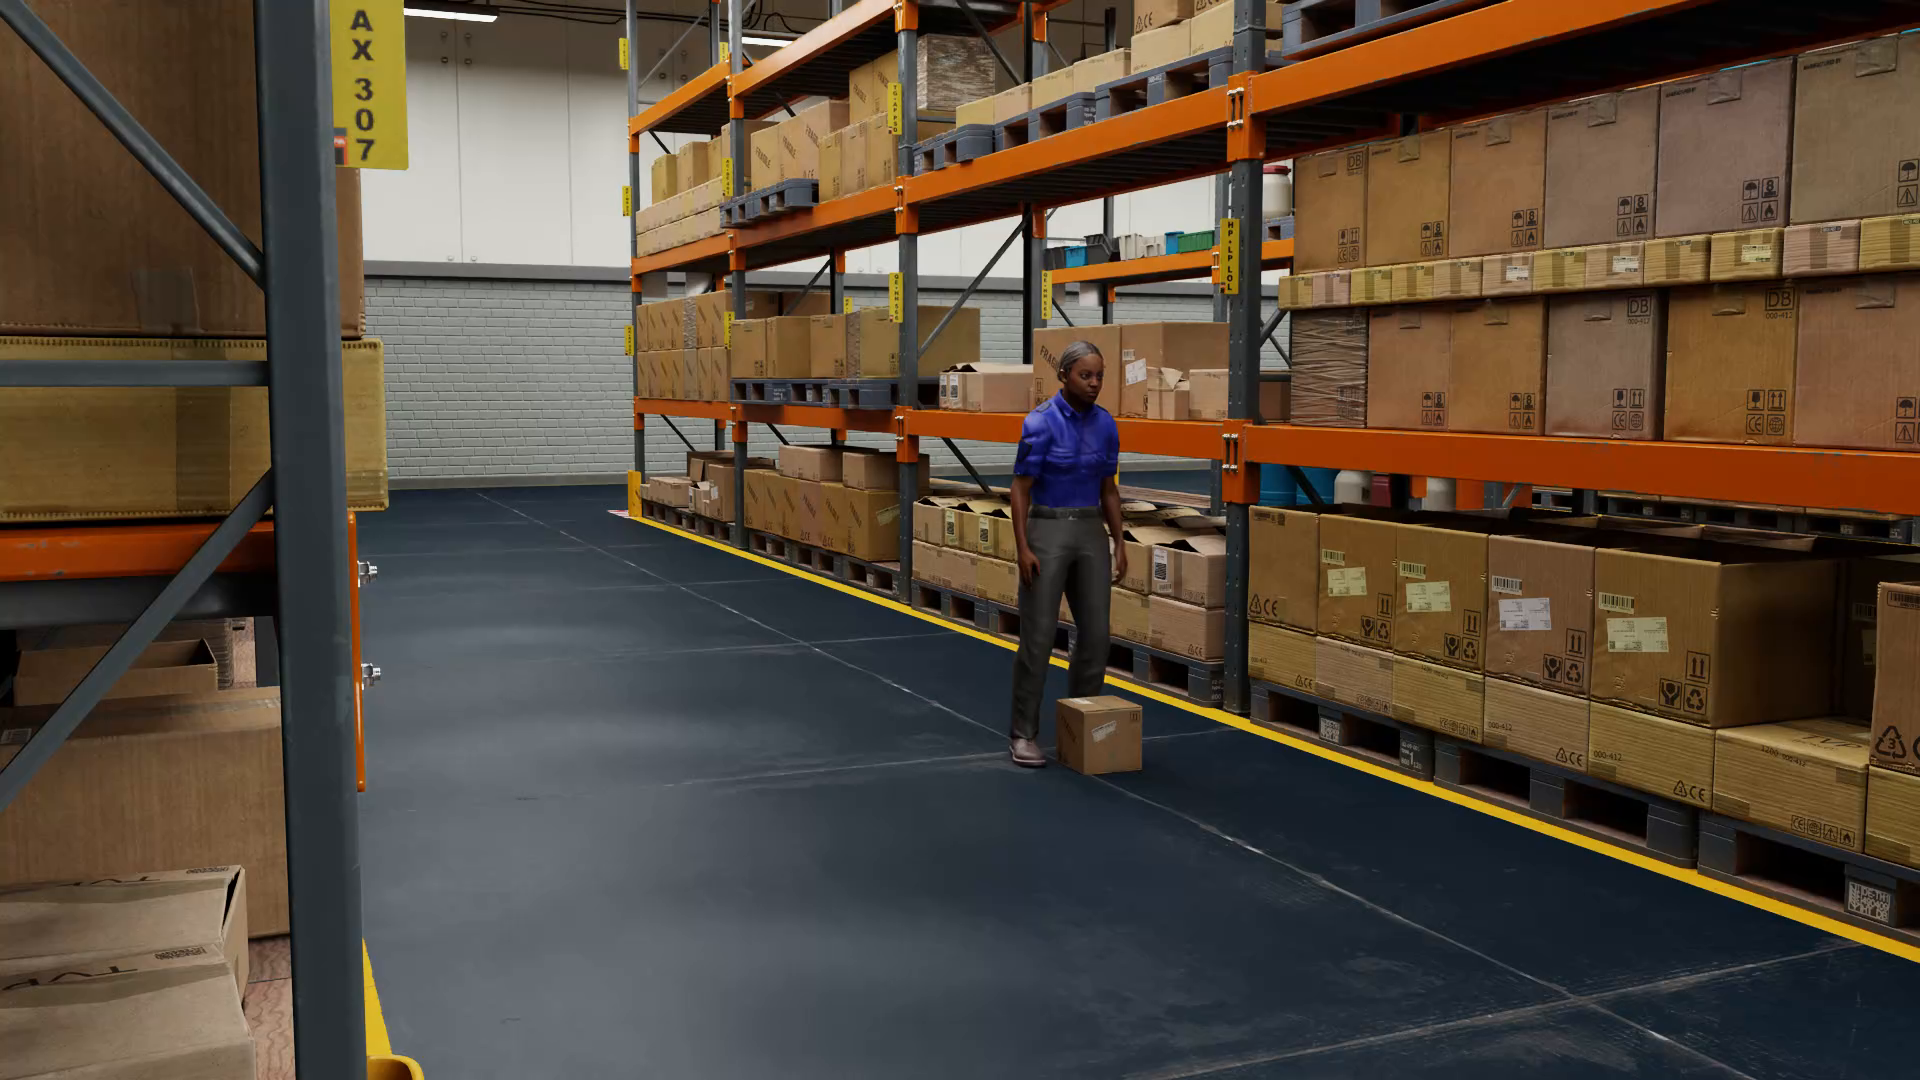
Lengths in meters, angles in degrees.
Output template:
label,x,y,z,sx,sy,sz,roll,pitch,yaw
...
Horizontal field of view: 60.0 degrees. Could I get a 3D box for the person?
label,x,y,z,sx,sy,sz,roll,pitch,yaw
person,0.421,0.040,6.610,0.531,1.656,0.346,-3,6,-26
